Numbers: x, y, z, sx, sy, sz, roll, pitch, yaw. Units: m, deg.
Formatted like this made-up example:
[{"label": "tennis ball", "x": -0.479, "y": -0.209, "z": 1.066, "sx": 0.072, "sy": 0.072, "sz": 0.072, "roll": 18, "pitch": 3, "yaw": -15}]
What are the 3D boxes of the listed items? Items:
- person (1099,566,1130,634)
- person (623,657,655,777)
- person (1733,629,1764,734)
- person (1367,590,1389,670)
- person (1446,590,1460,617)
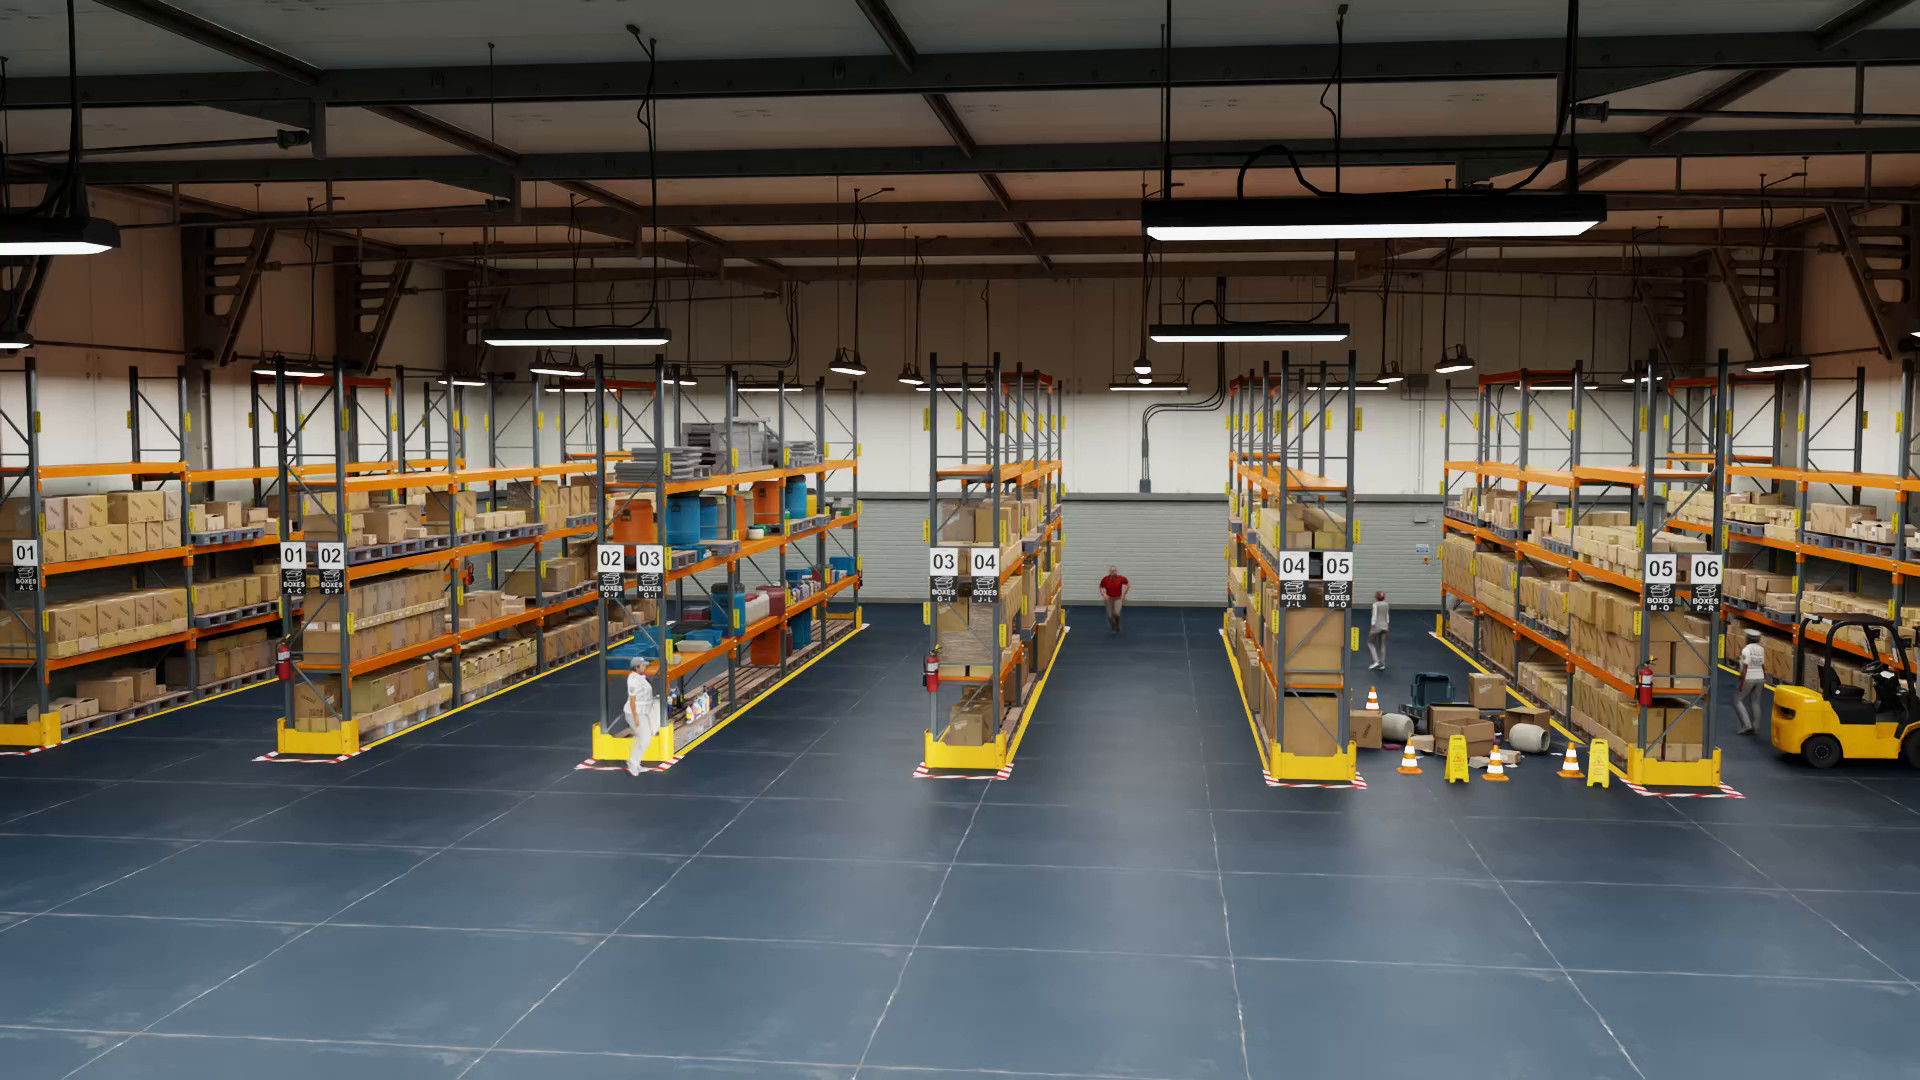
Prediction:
[{"label": "person", "x": 3.647, "y": 1.417, "z": 39.209, "sx": 0.691, "sy": 1.636, "sz": 0.728, "roll": 1, "pitch": 4, "yaw": 14}, {"label": "person", "x": -4.557, "y": 2.498, "z": 23.668, "sx": 0.433, "sy": 1.684, "sz": 0.507, "roll": 0, "pitch": 4, "yaw": 6}, {"label": "person", "x": 12.713, "y": 2.291, "z": 26.739, "sx": 0.501, "sy": 1.718, "sz": 0.373, "roll": -1, "pitch": 4, "yaw": -20}, {"label": "person", "x": 8.503, "y": 1.830, "z": 33.731, "sx": 0.443, "sy": 1.623, "sz": 0.342, "roll": -2, "pitch": 4, "yaw": -22}, {"label": "person", "x": 11.936, "y": 1.274, "z": 39.996, "sx": 0.630, "sy": 1.754, "sz": 0.552, "roll": 0, "pitch": 4, "yaw": 3}]
